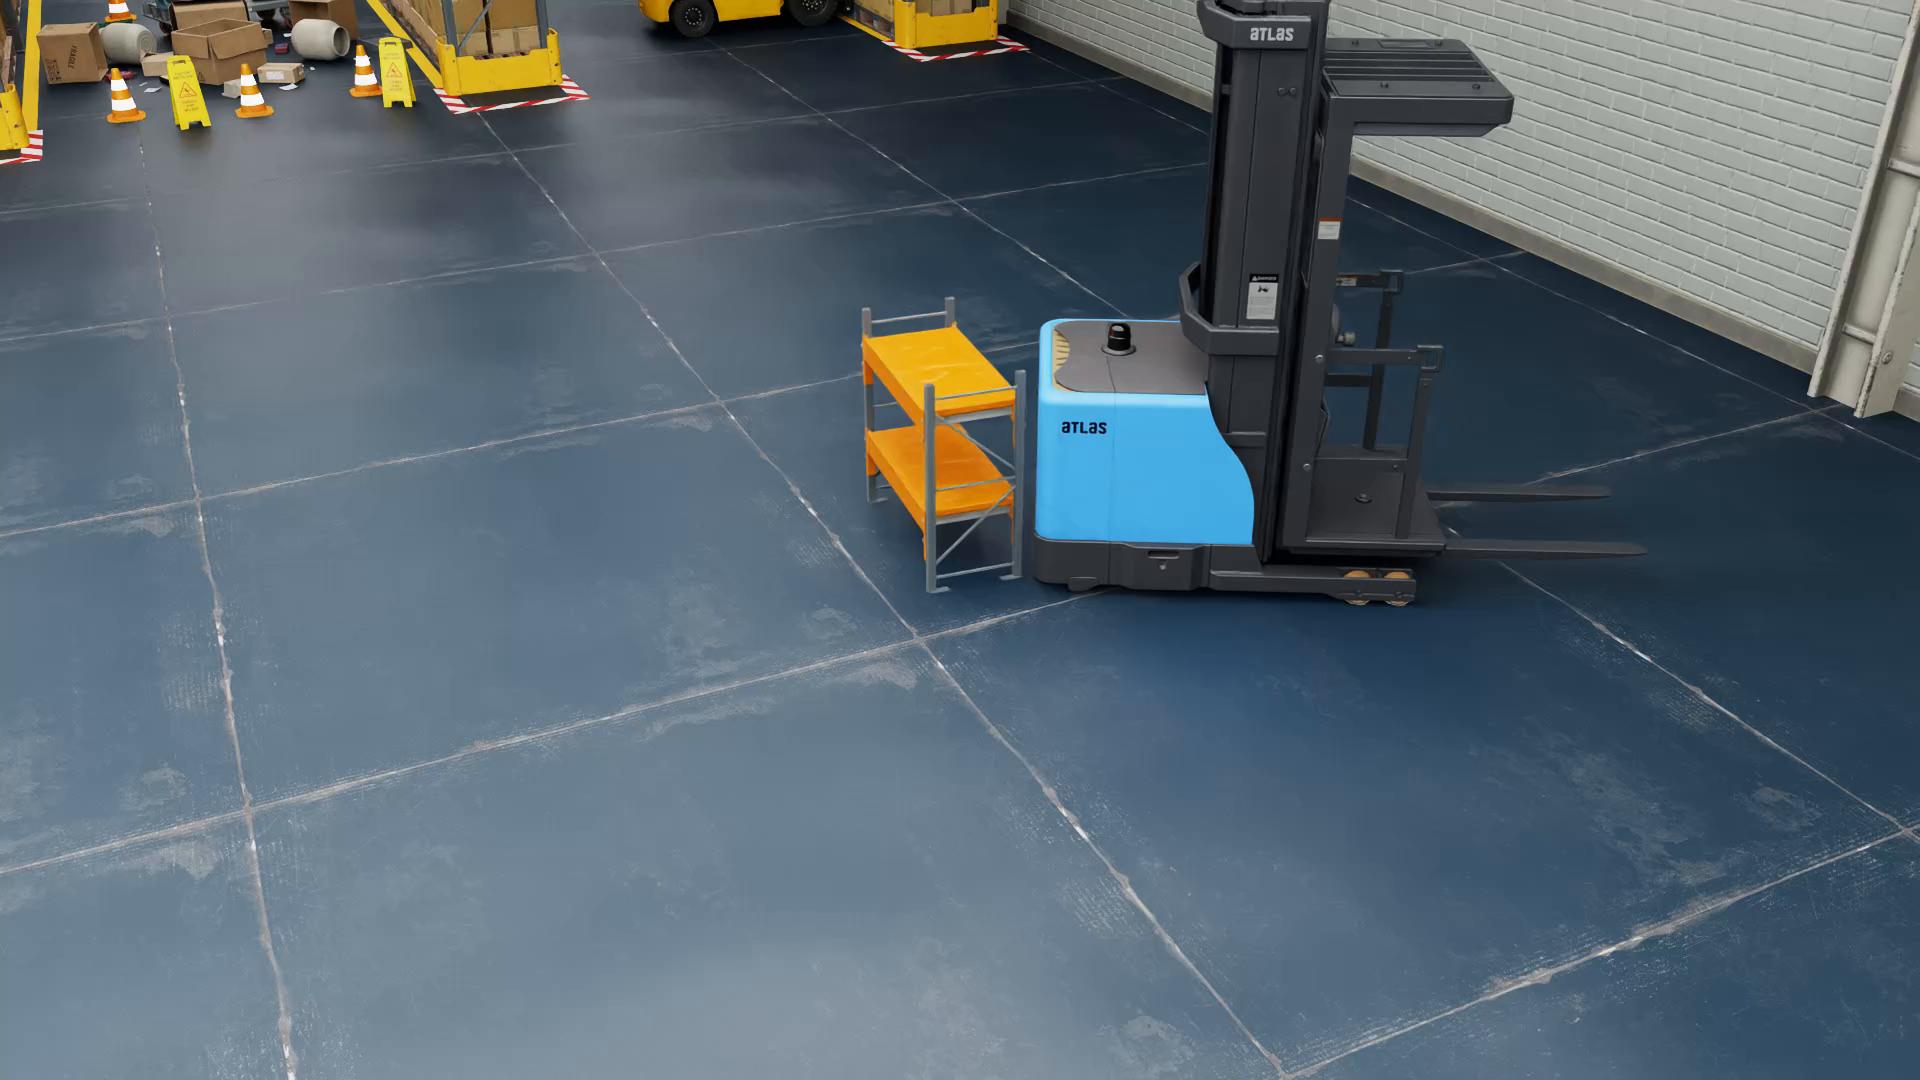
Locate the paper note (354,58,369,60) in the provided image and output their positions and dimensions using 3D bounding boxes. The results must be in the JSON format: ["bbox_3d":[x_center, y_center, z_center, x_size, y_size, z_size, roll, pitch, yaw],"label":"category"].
[{"bbox_3d":[-6.489,-5.235,18.054,0.148,0.019,0.142,26,38,38],"label":"paper note"}]

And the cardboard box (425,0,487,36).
[{"bbox_3d":[-5.223,-5.534,17.168,0.500,0.500,0.500,-13,32,-22],"label":"cardboard box"}]

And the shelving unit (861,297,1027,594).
[{"bbox_3d":[-0.098,-0.504,8.498,0.538,1.125,1.048,-10,31,-17],"label":"shelving unit"}]

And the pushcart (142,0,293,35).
[{"bbox_3d":[-8.399,-6.047,19.147,0.936,0.377,1.648,26,38,38],"label":"pushcart"}]

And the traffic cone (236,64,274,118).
[{"bbox_3d":[-6.850,-4.354,16.041,0.336,0.463,0.334,-13,32,-22],"label":"traffic cone"}]

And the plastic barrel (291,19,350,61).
[{"bbox_3d":[-6.898,-5.395,17.938,0.512,0.421,0.421,7,30,13],"label":"plastic barrel"}]

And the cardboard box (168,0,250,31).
[{"bbox_3d":[-8.093,-5.550,17.995,0.797,0.637,0.503,-13,32,-22],"label":"cardboard box"}]

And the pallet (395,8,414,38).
[{"bbox_3d":[-6.041,-6.186,19.565,1.003,0.211,1.213,-13,32,-22],"label":"pallet"}]

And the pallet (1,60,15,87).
[{"bbox_3d":[-10.005,-4.499,16.557,1.003,0.211,1.213,-13,32,-22],"label":"pallet"}]

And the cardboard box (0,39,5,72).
[{"bbox_3d":[-10.191,-5.174,16.653,0.875,0.875,0.875,-13,32,-22],"label":"cardboard box"}]

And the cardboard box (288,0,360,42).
[{"bbox_3d":[-7.130,-5.843,18.656,0.500,0.500,0.500,7,30,13],"label":"cardboard box"}]

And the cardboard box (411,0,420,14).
[{"bbox_3d":[-5.661,-5.989,17.978,0.500,0.500,0.500,-14,32,-23],"label":"cardboard box"}]

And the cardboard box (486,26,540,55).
[{"bbox_3d":[-4.740,-5.323,17.557,0.500,0.250,0.500,-13,32,-22],"label":"cardboard box"}]

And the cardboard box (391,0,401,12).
[{"bbox_3d":[-6.351,-6.358,19.403,0.500,0.250,0.500,-15,32,-24],"label":"cardboard box"}]

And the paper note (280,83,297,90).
[{"bbox_3d":[-6.847,-4.629,16.974,0.142,0.019,0.148,26,38,38],"label":"paper note"}]

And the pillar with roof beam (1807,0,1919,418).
[{"bbox_3d":[1.616,-3.877,6.463,9.100,9.000,0.400,-13,32,-22],"label":"pillar with roof beam"}]

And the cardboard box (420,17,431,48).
[{"bbox_3d":[-5.449,-5.439,17.765,0.500,0.250,0.500,-13,32,-22],"label":"cardboard box"}]

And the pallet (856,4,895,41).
[{"bbox_3d":[-0.528,-6.081,19.378,1.003,0.211,1.213,-13,32,-22],"label":"pallet"}]

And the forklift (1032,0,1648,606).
[{"bbox_3d":[1.894,-1.222,7.933,3.031,2.935,1.130,1,29,3],"label":"forklift"}]

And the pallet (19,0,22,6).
[{"bbox_3d":[-12.235,-6.794,20.650,1.003,0.211,1.213,-13,32,-22],"label":"pallet"}]

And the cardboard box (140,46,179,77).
[{"bbox_3d":[-8.387,-5.042,17.470,0.396,0.266,0.258,-8,30,-13],"label":"cardboard box"}]

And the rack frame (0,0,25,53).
[{"bbox_3d":[-10.788,-6.607,17.466,1.000,3.000,0.127,-13,32,-22],"label":"rack frame"}]

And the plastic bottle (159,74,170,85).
[{"bbox_3d":[-8.177,-4.760,17.176,0.283,0.061,0.133,26,38,38],"label":"plastic bottle"}]

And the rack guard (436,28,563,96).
[{"bbox_3d":[-4.676,-4.868,16.919,1.175,0.500,0.348,-13,32,-22],"label":"rack guard"}]

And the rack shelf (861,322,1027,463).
[{"bbox_3d":[-0.098,-0.759,8.355,0.538,0.278,1.000,-10,31,-17],"label":"rack shelf"}]

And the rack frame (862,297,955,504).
[{"bbox_3d":[-0.268,-0.738,8.916,0.500,1.125,0.032,-10,31,-17],"label":"rack frame"}]

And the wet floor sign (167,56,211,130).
[{"bbox_3d":[-7.270,-4.216,15.609,0.267,0.644,0.232,-19,35,-30],"label":"wet floor sign"}]

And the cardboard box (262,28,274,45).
[{"bbox_3d":[-7.950,-5.688,18.622,0.396,0.266,0.258,13,32,21],"label":"cardboard box"}]

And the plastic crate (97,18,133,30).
[{"bbox_3d":[-9.530,-5.604,18.493,0.450,0.188,0.662,-7,28,9],"label":"plastic crate"}]

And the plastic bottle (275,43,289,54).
[{"bbox_3d":[-7.501,-5.446,18.399,0.133,0.061,0.283,-8,30,-13],"label":"plastic bottle"}]

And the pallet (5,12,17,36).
[{"bbox_3d":[-11.187,-5.716,18.728,1.003,0.211,1.213,-13,32,-22],"label":"pallet"}]

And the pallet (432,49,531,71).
[{"bbox_3d":[-4.993,-5.108,17.643,1.003,0.211,1.213,-13,32,-22],"label":"pallet"}]

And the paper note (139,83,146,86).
[{"bbox_3d":[-8.398,-4.690,17.103,0.032,0.001,0.123,2,29,4],"label":"paper note"}]

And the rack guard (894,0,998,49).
[{"bbox_3d":[-0.152,-5.867,18.702,1.175,0.500,0.348,-13,32,-22],"label":"rack guard"}]

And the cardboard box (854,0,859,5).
[{"bbox_3d":[-1.061,-6.538,19.724,0.500,0.250,0.500,-13,32,-21],"label":"cardboard box"}]

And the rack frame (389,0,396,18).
[{"bbox_3d":[-6.361,-7.691,19.399,1.000,3.000,0.127,-13,32,-22],"label":"rack frame"}]

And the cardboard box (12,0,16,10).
[{"bbox_3d":[-11.547,-6.491,19.130,1.050,0.750,0.750,-13,32,-22],"label":"cardboard box"}]

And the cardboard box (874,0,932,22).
[{"bbox_3d":[-0.649,-6.093,18.931,0.500,0.250,0.500,-13,32,-22],"label":"cardboard box"}]

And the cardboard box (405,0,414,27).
[{"bbox_3d":[-5.882,-5.890,18.570,0.500,0.250,0.500,-14,32,-23],"label":"cardboard box"}]

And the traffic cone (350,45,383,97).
[{"bbox_3d":[-5.993,-4.737,16.724,0.336,0.463,0.334,-13,32,-22],"label":"traffic cone"}]
